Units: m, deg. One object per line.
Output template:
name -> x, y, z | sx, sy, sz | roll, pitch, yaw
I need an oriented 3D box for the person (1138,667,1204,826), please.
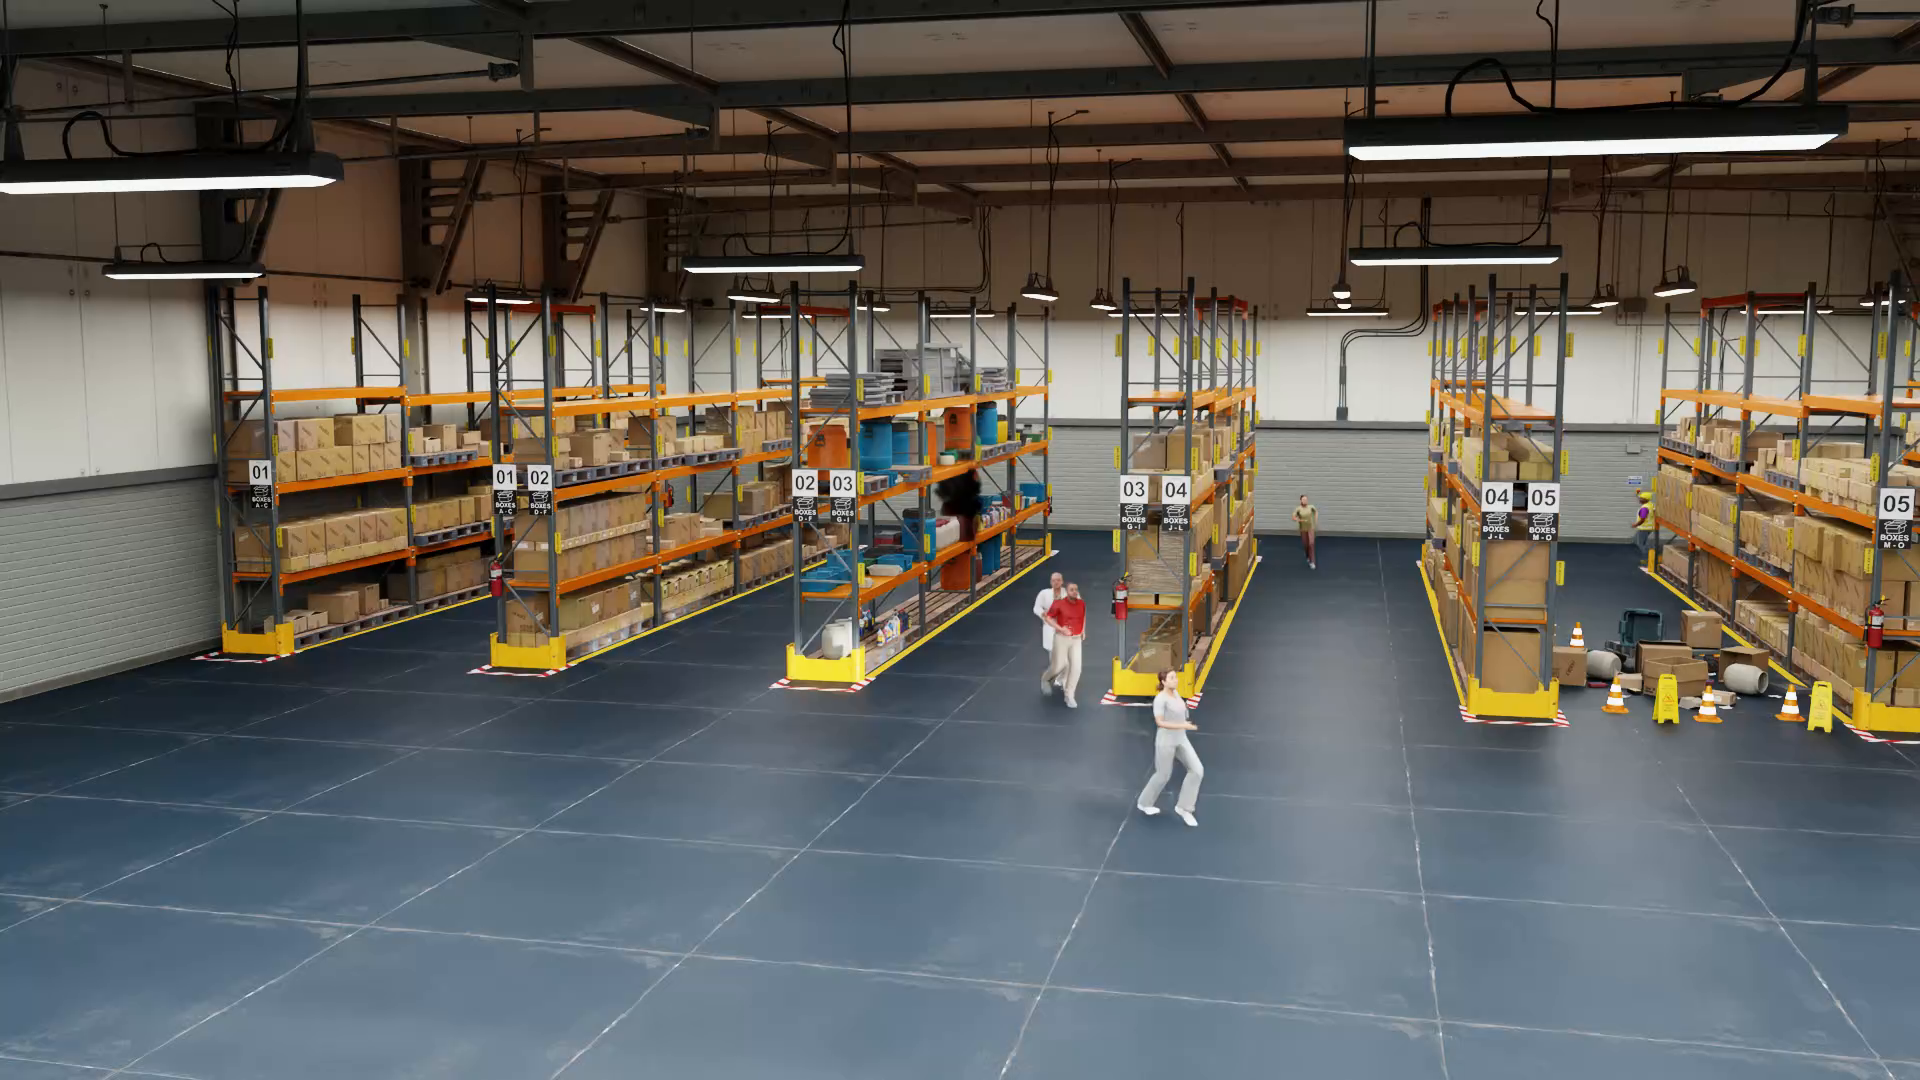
person -> 2.230, 2.176, 17.646 | 0.738, 1.694, 0.570 | 6, 9, 44

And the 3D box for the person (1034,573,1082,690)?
person -> 1.430, 1.339, 24.318 | 0.718, 1.748, 0.801 | 2, 7, 13

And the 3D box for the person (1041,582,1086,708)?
person -> 1.526, 1.459, 23.627 | 0.681, 1.741, 0.866 | -2, 7, -21

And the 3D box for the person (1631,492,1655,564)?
person -> 15.886, -0.277, 38.634 | 0.535, 1.704, 0.731 | 4, 8, 32

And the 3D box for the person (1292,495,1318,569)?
person -> 7.958, -0.214, 38.377 | 0.599, 1.676, 0.907 | 1, 7, 8
